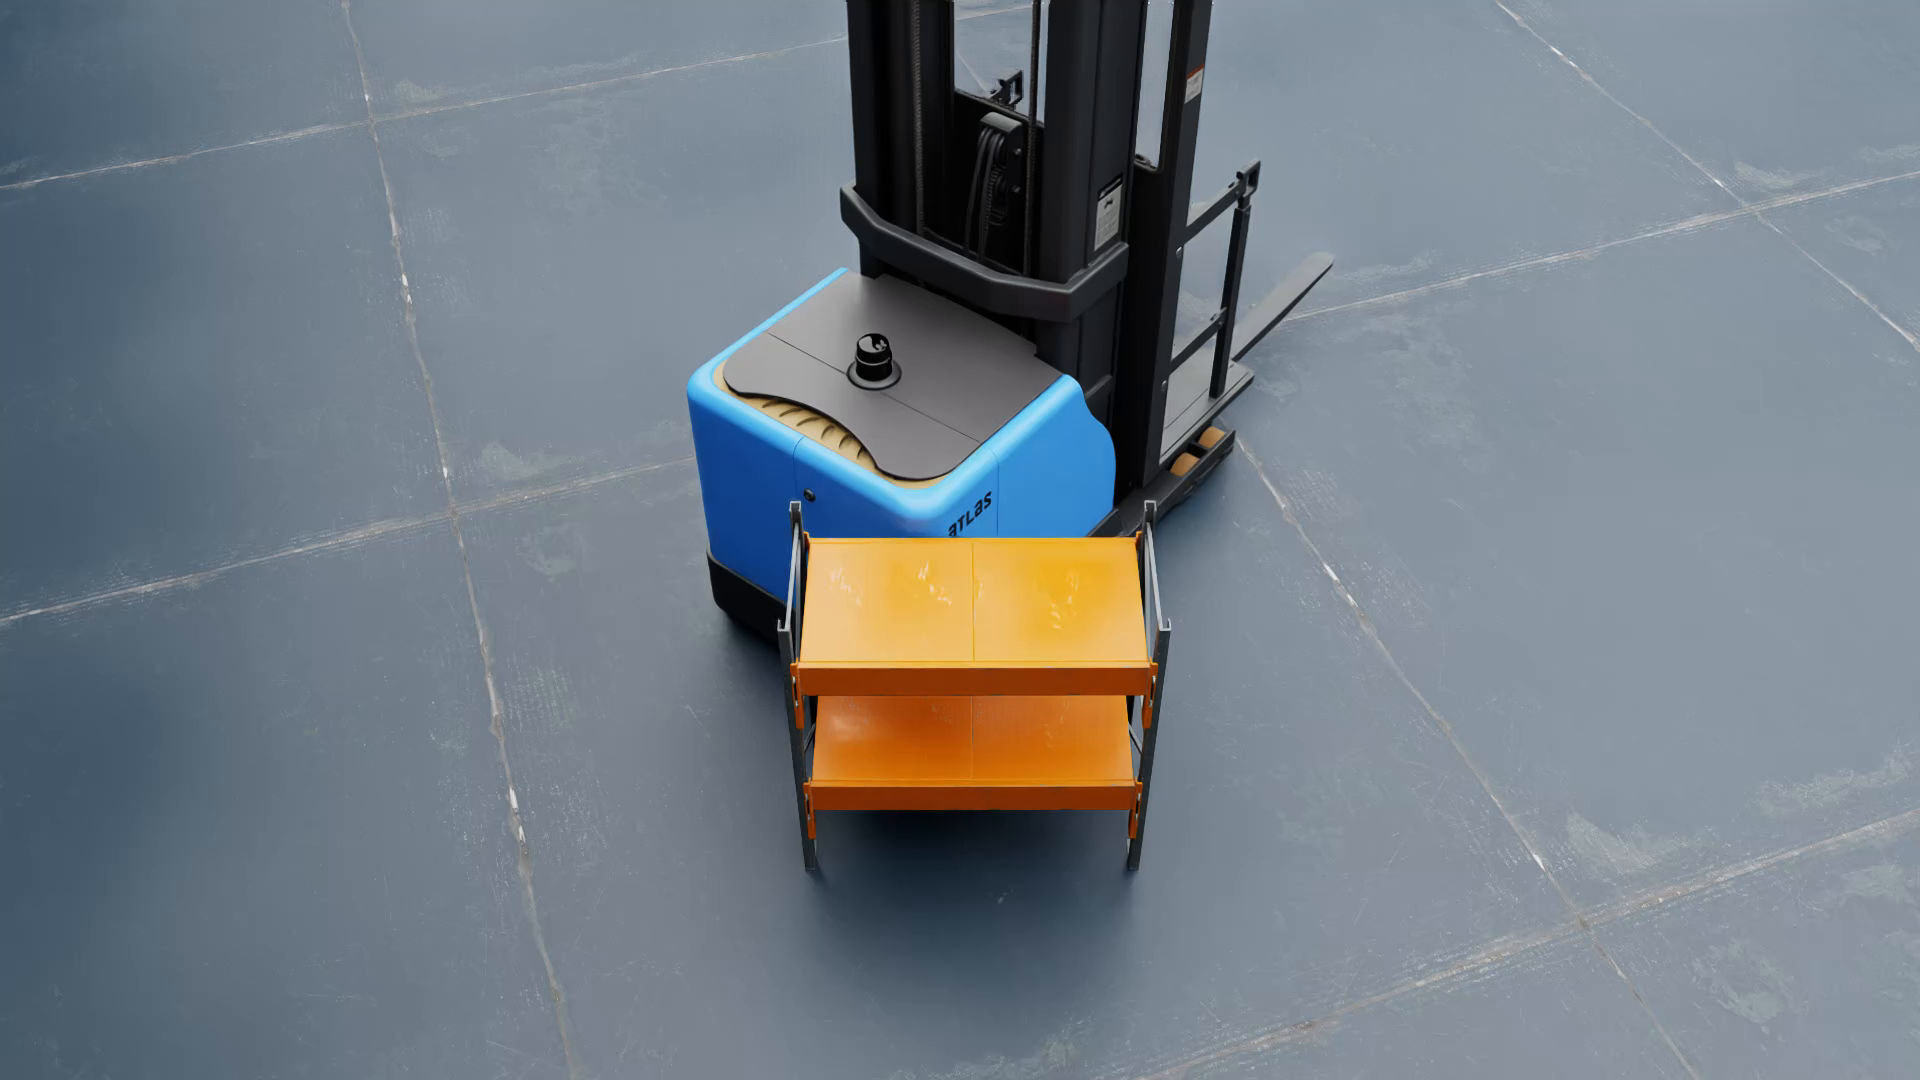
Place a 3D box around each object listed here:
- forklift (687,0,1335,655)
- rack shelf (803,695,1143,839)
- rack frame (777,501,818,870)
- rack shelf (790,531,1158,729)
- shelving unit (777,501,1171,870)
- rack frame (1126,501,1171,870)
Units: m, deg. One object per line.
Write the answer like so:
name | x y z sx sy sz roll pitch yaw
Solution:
forklift | 0.419 -1.399 5.575 1.130 2.935 3.031 29 52 26
rack shelf | 0.037 0.634 5.169 1.000 0.278 0.538 0 45 0
rack frame | -0.471 0.462 4.995 0.032 1.125 0.500 0 45 0
rack shelf | 0.037 0.255 4.789 1.000 0.278 0.538 0 45 0
shelving unit | 0.037 0.462 4.996 1.048 1.125 0.538 0 45 0
rack frame | 0.546 0.461 4.997 0.032 1.125 0.500 0 45 0
